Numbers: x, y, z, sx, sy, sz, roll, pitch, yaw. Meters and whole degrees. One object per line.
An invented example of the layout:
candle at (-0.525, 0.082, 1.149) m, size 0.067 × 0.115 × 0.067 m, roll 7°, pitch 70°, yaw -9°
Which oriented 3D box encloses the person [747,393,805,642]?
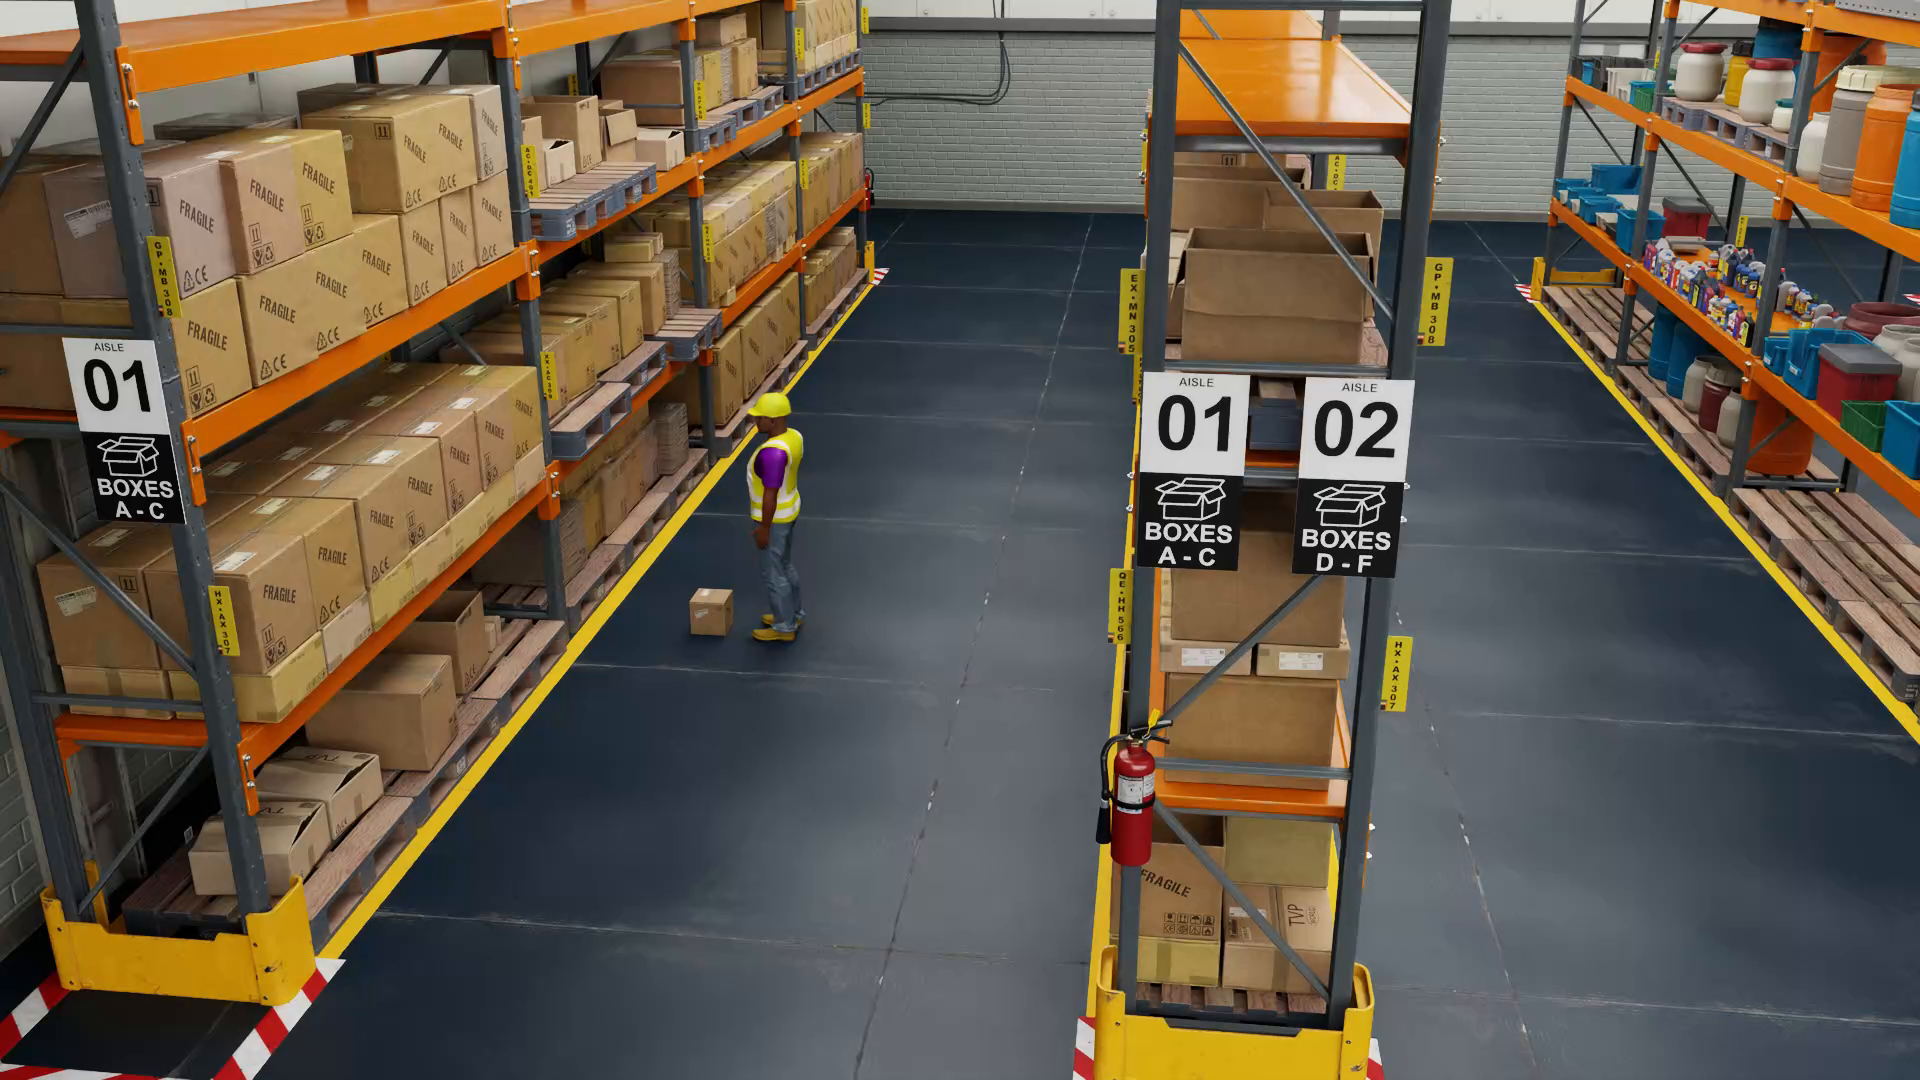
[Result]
person at (-1.274, -0.165, 11.480) m, size 0.358 × 1.762 × 0.563 m, roll 3°, pitch 21°, yaw 8°
